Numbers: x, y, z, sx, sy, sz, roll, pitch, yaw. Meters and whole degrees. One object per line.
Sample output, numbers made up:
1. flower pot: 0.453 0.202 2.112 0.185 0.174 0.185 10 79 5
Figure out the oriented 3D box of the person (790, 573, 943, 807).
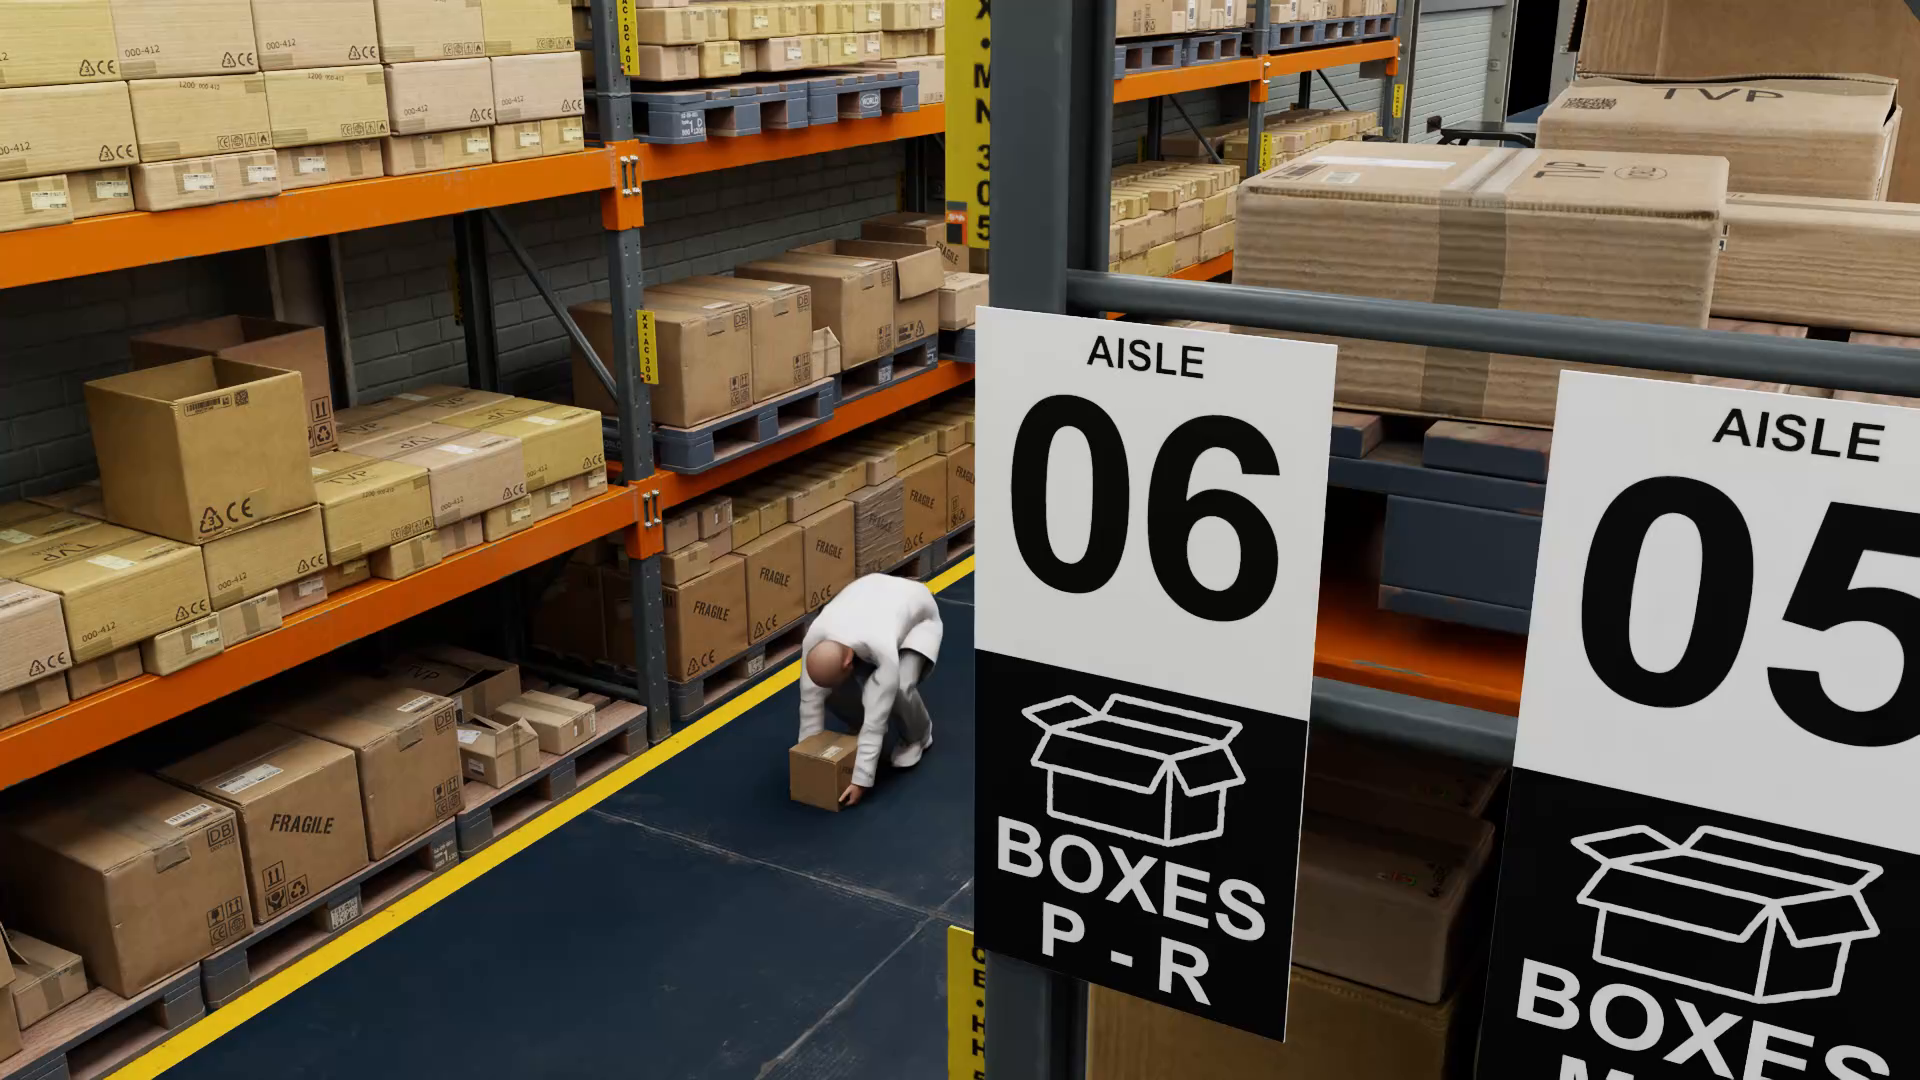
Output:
1. person: -0.427 0.647 7.642 0.591 0.886 0.953 10 21 26
